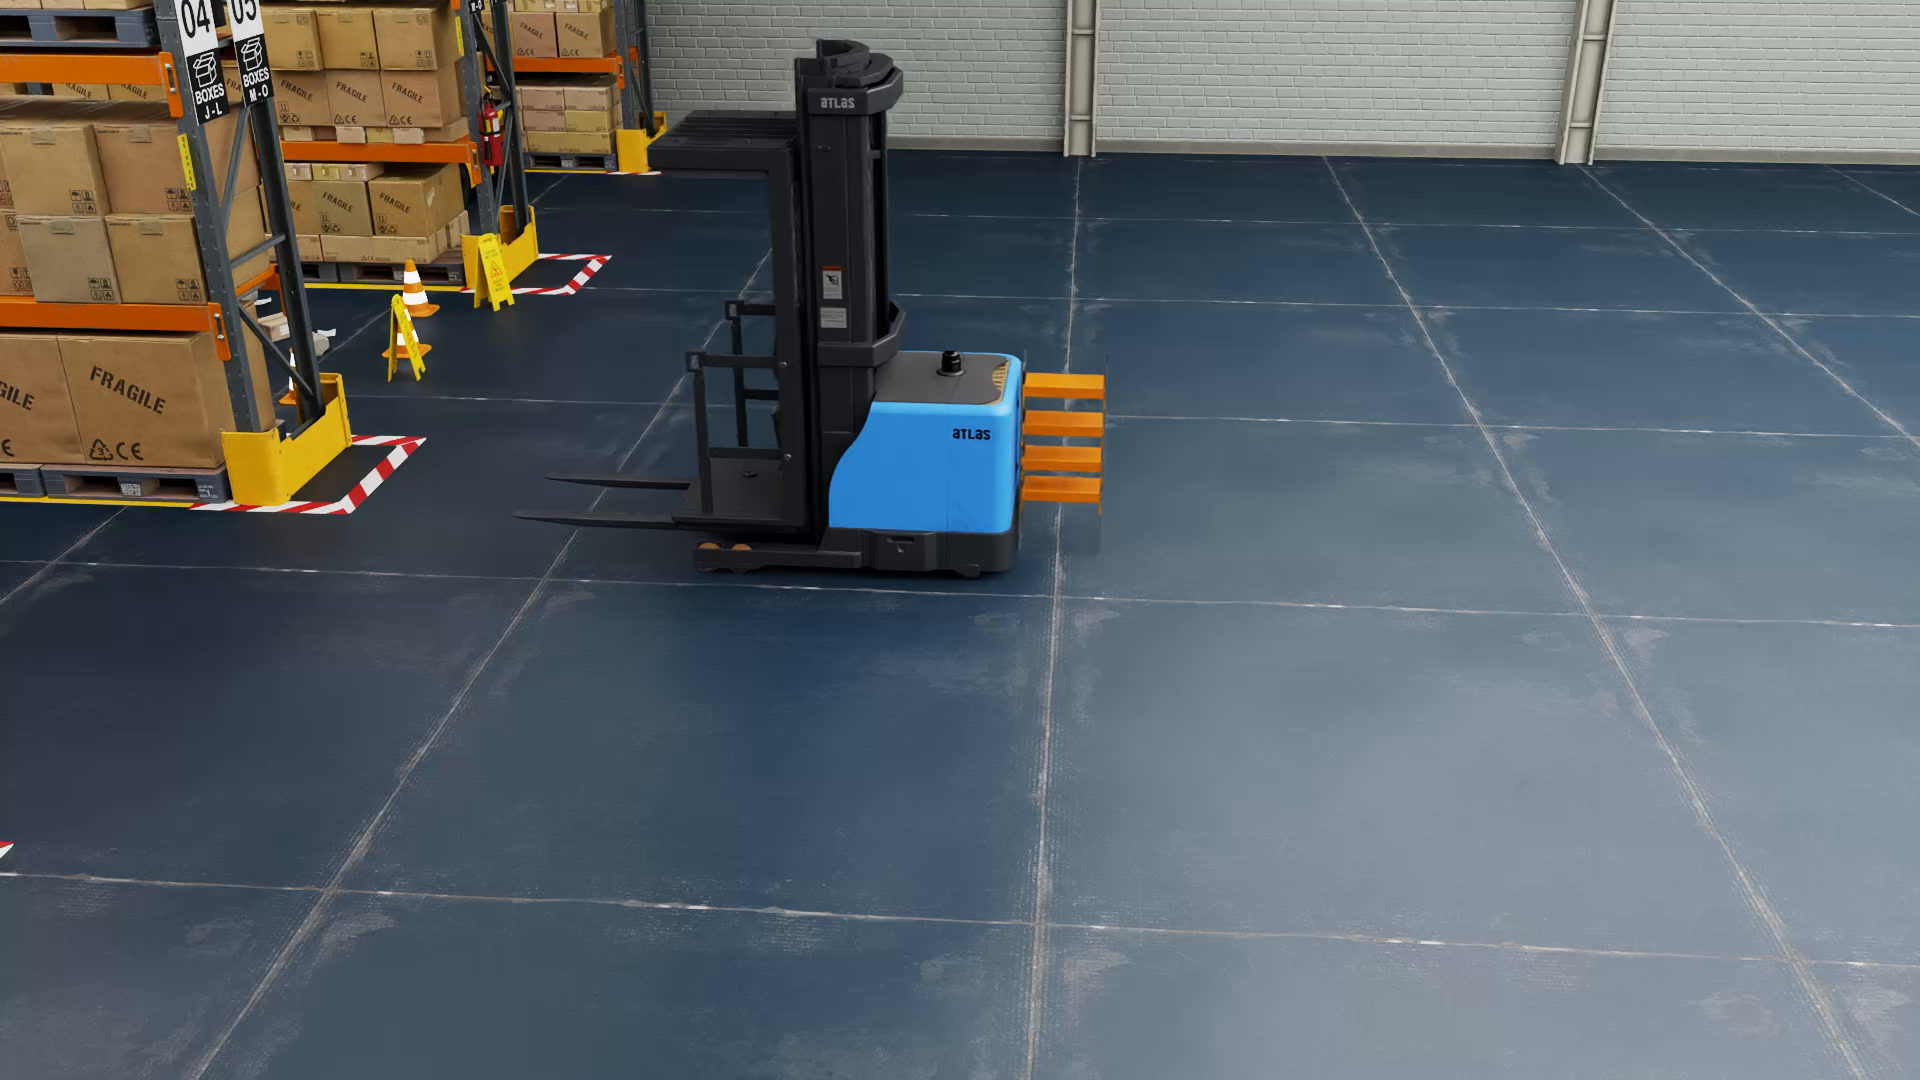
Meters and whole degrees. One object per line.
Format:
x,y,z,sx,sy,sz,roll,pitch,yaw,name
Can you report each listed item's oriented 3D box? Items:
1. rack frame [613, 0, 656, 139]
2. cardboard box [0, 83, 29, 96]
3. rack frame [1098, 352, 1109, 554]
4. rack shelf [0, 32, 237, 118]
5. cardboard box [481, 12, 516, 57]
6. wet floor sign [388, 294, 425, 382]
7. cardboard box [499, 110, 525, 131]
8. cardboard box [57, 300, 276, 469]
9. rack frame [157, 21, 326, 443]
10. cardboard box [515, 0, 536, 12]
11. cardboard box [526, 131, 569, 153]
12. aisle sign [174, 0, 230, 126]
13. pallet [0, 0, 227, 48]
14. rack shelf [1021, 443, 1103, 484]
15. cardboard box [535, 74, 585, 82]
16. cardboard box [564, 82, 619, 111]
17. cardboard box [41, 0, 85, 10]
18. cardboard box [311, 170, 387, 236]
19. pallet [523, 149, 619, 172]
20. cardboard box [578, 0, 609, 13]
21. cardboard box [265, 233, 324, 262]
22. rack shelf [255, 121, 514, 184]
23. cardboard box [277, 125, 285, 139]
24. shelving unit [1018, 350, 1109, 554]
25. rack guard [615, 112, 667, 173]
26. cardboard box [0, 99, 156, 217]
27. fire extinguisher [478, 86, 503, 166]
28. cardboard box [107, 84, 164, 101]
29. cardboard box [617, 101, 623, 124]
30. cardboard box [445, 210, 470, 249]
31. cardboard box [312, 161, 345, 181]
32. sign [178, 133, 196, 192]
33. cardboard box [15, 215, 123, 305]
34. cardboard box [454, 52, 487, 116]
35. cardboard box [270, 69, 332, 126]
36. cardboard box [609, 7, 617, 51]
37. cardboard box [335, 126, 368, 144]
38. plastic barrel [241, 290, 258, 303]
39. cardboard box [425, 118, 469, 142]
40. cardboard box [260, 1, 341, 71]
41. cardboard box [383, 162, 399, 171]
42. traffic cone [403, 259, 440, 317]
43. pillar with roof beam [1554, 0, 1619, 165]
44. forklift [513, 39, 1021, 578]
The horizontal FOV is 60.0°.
-3.868,-5.963,19.621,0.127,3.000,1.000,2,25,4,rack frame
-8.711,-4.313,15.057,0.500,0.500,0.500,1,25,3,cardboard box
0.856,-0.509,9.922,0.015,1.200,0.240,2,25,5,rack frame
-6.517,-2.928,10.297,4.000,0.370,1.077,2,25,4,rack shelf
-5.406,-5.952,19.477,0.500,0.500,0.500,1,25,3,cardboard box
-4.342,-1.583,12.918,0.232,0.644,0.267,-2,25,-5,wet floor sign
-5.393,-5.046,19.816,0.500,0.250,0.500,1,25,3,cardboard box
-5.204,-1.048,10.978,0.875,0.875,0.875,2,25,4,cardboard box
-4.522,-1.828,10.634,0.127,3.000,1.000,2,25,4,rack frame
-4.993,-6.240,19.327,0.250,0.149,0.380,2,25,4,cardboard box
-4.856,-4.808,19.898,0.500,0.250,0.500,2,25,4,cardboard box
-4.475,-2.882,9.814,0.004,0.787,0.394,2,25,4,aisle sign
-5.263,-3.170,10.068,1.213,0.211,1.003,2,25,4,pallet
0.613,-0.458,9.971,0.480,0.148,0.258,2,25,5,rack shelf
-4.831,-5.468,20.136,0.500,0.250,0.500,2,25,4,cardboard box
-4.351,-5.244,19.649,0.500,0.250,0.500,3,25,6,cardboard box
-5.131,-3.191,9.686,0.250,0.149,0.380,2,25,4,cardboard box
-5.584,-3.109,15.308,0.500,0.500,0.500,3,25,6,cardboard box
-4.634,-4.704,20.219,1.213,0.211,1.003,2,25,4,pallet
-4.235,-6.198,19.235,0.250,0.149,0.380,2,25,5,cardboard box
-6.109,-2.784,15.499,0.500,0.250,0.500,1,25,2,cardboard box
-6.238,-3.632,15.415,4.000,0.370,1.077,2,25,4,rack shelf
-6.156,-3.760,15.134,0.250,0.149,0.380,2,25,4,cardboard box
0.613,-0.519,9.942,0.503,1.200,0.258,2,25,5,shelving unit
-3.844,-4.827,20.142,0.348,0.500,1.175,2,25,4,rack guard
-5.445,-2.394,10.393,0.550,0.550,0.875,2,25,4,cardboard box
-4.165,-3.664,14.716,0.183,0.674,0.296,2,25,4,fire extinguisher
-7.313,-4.066,15.023,0.500,0.500,0.500,2,25,4,cardboard box
-4.321,-5.234,20.225,0.500,0.250,0.500,2,25,5,cardboard box
-5.027,-2.977,15.919,0.500,0.250,0.500,2,25,4,cardboard box
-5.685,-3.381,15.124,0.250,0.149,0.380,2,25,5,cardboard box
-4.578,-2.236,9.852,0.005,0.325,0.100,2,25,4,sign
-5.446,-1.898,10.606,0.550,0.550,0.875,2,25,4,cardboard box
-4.695,-4.206,15.326,0.500,0.500,0.500,1,25,3,cardboard box
-5.804,-4.013,14.907,0.500,0.500,0.500,2,25,4,cardboard box
-4.341,-6.140,19.886,0.500,0.500,0.500,3,25,6,cardboard box
-5.408,-3.678,14.955,0.250,0.149,0.380,2,25,5,cardboard box
-6.420,-2.159,14.436,0.421,0.421,0.512,22,33,39,plastic barrel
-4.634,-3.703,15.010,0.250,0.149,0.380,3,25,6,cardboard box
-5.791,-4.447,14.655,0.500,0.500,0.700,2,25,3,cardboard box
-5.573,-3.333,15.795,0.500,0.500,0.500,1,25,2,cardboard box
-4.772,-2.218,14.517,0.334,0.463,0.336,2,25,4,traffic cone
7.142,-6.908,14.498,0.400,9.000,9.100,2,25,4,pillar with roof beam
-1.163,-1.354,9.686,3.031,2.935,1.130,2,25,5,forklift
